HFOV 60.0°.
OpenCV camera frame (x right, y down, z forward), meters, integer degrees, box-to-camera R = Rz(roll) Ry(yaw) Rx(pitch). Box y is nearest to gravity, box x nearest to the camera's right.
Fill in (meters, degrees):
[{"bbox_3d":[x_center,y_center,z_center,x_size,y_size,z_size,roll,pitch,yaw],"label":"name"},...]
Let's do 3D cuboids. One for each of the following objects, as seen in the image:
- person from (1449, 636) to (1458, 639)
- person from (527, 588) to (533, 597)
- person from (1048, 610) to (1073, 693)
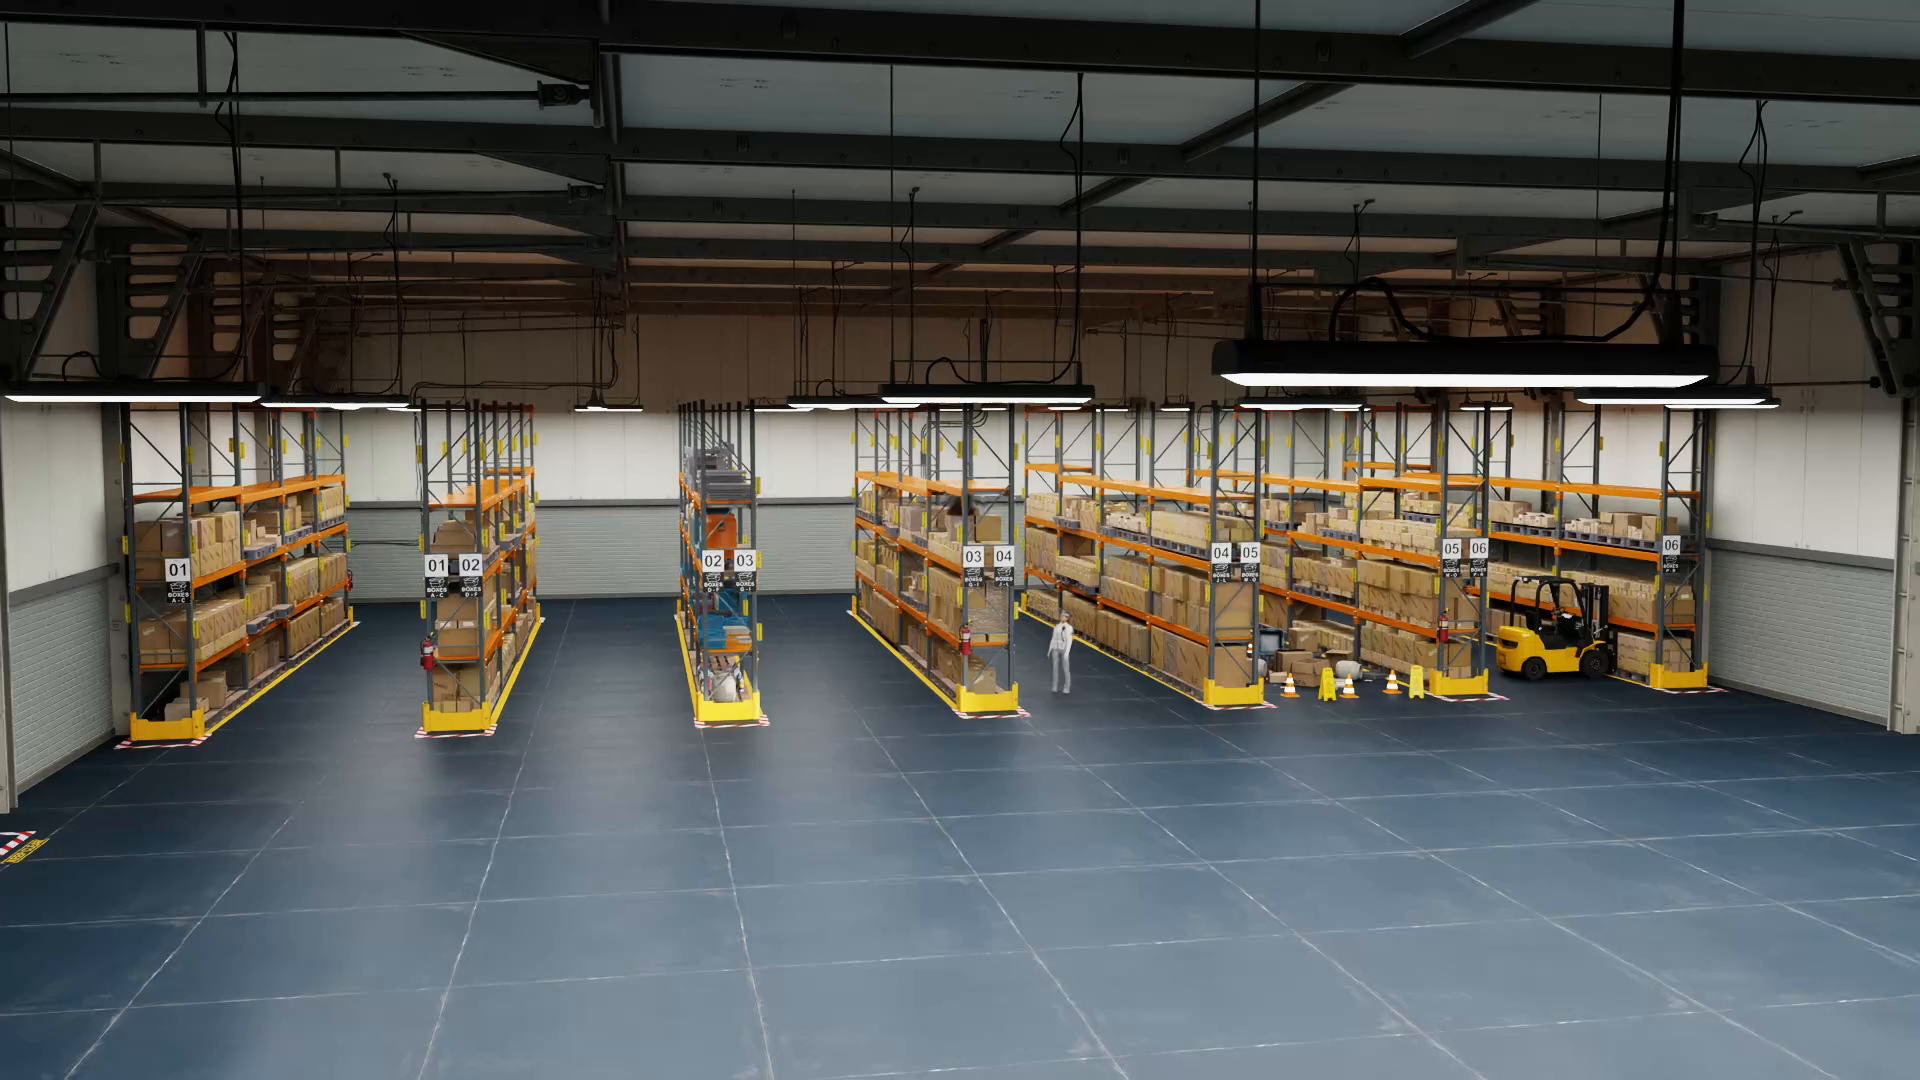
[{"bbox_3d":[12.065,1.806,40.855,0.432,1.690,0.506,0,4,7],"label":"person"},{"bbox_3d":[-12.668,1.272,48.233,0.519,1.617,0.908,-4,6,-42],"label":"person"},{"bbox_3d":[2.095,2.282,34.362,0.516,1.698,0.440,2,5,30],"label":"person"}]
